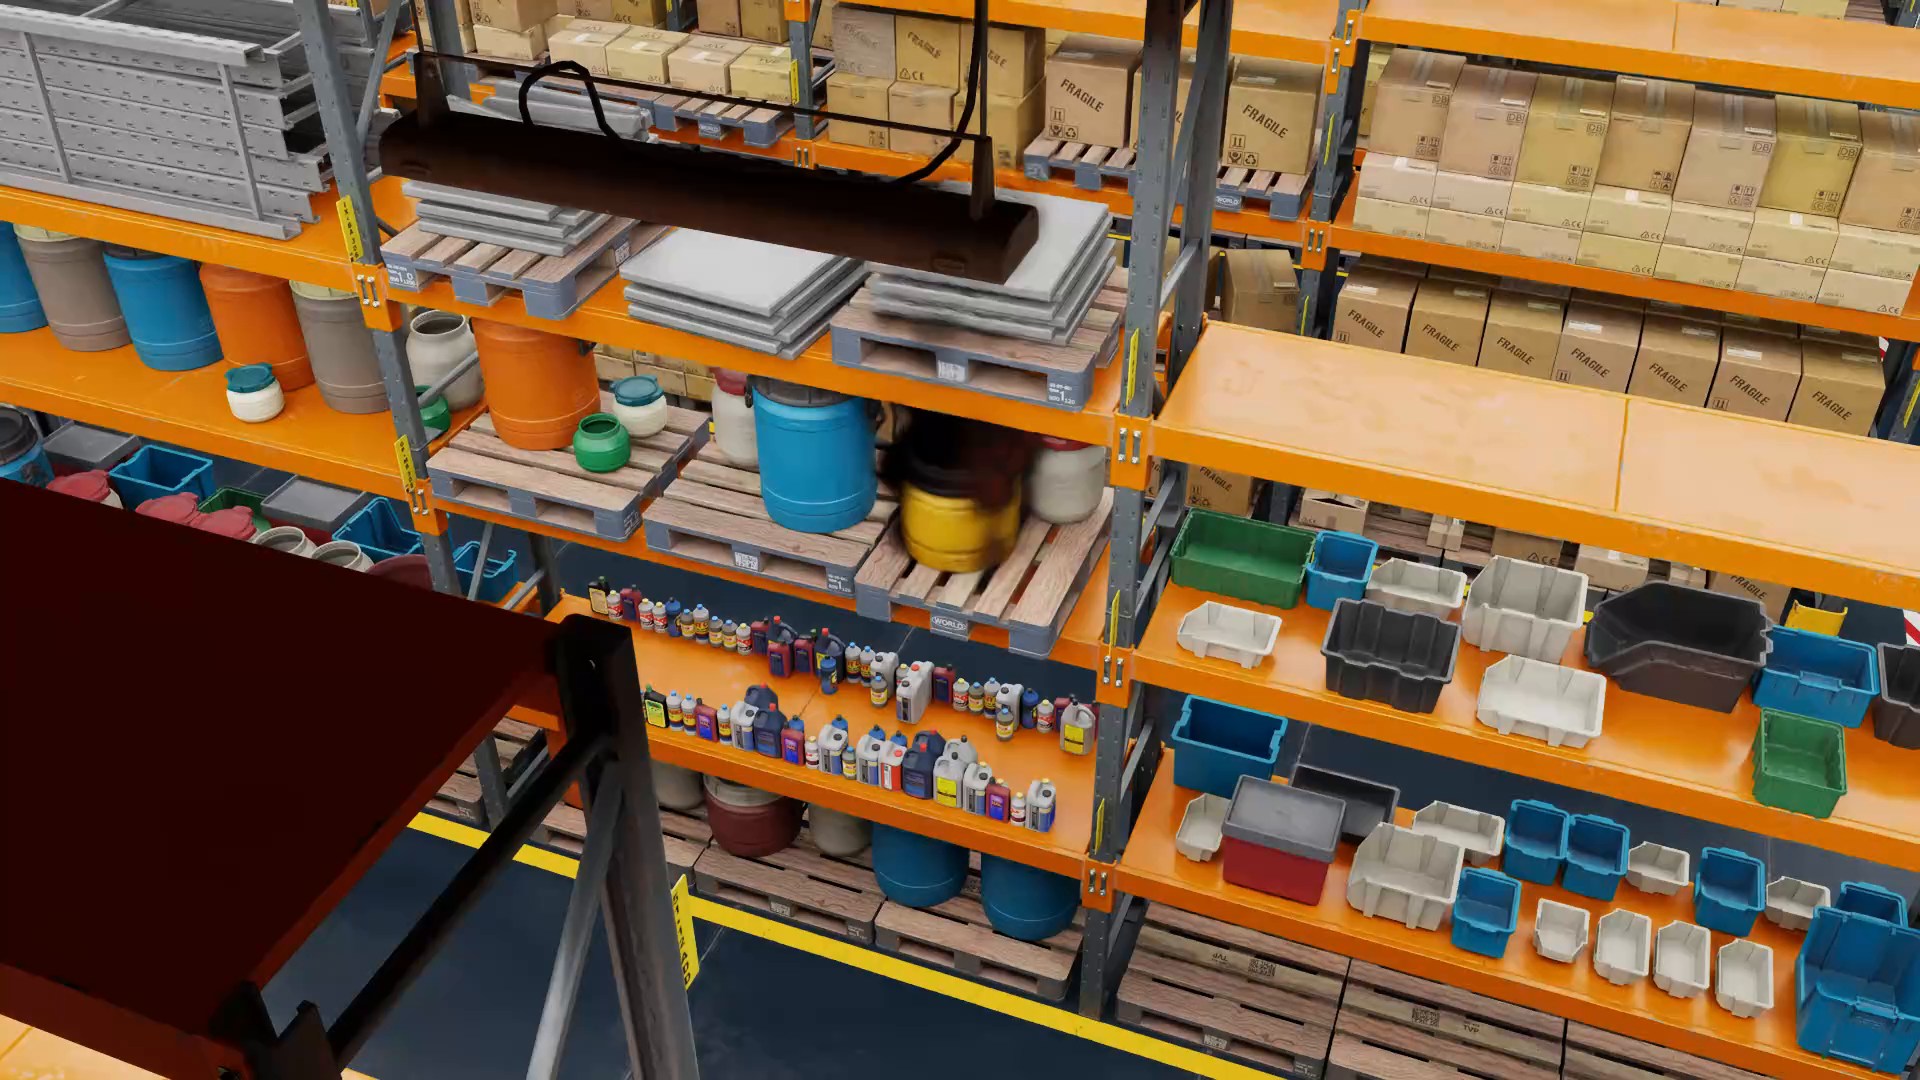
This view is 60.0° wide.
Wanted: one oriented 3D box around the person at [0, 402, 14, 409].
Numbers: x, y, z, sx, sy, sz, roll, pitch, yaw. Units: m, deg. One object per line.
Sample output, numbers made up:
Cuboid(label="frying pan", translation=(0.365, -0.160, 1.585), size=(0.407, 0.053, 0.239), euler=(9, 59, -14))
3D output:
Cuboid(label="person", translation=(-7.957, -1.219, 13.454), size=(1.025, 1.762, 0.680), euler=(23, 42, 28))
